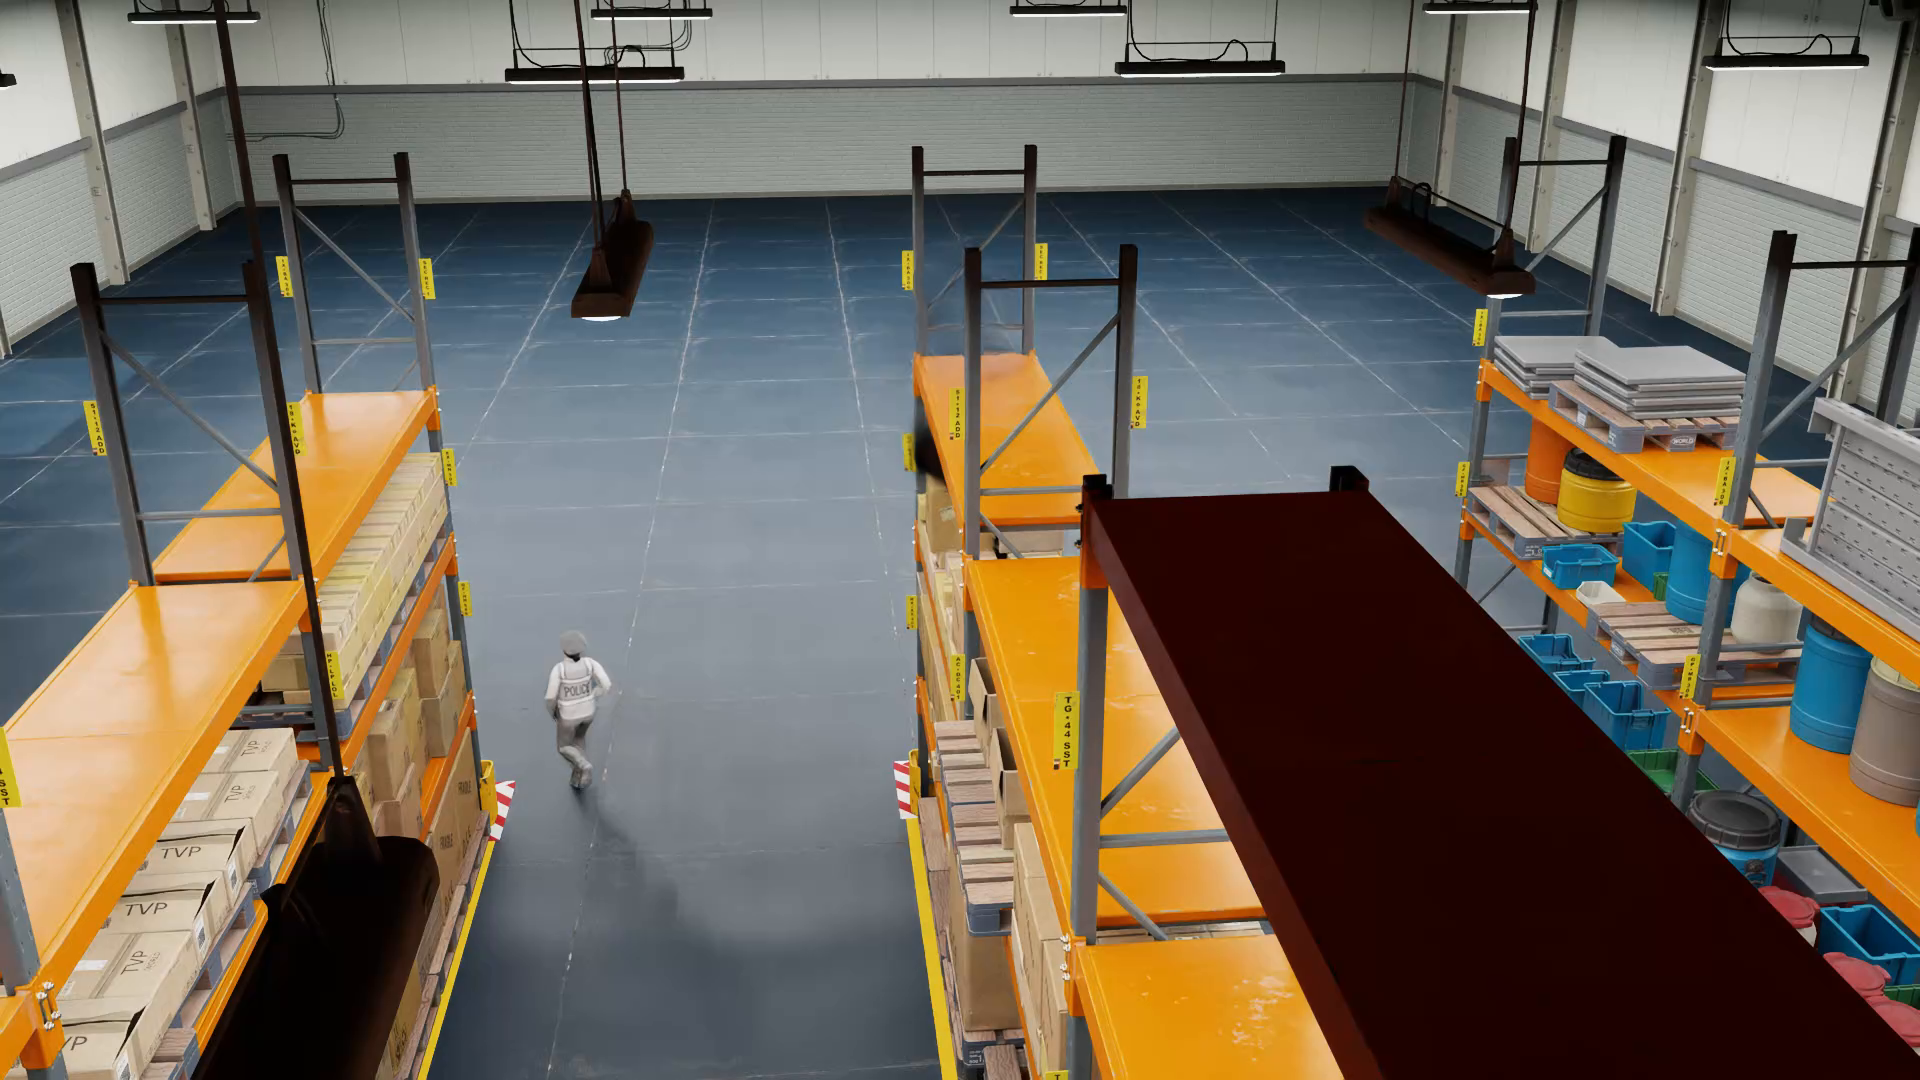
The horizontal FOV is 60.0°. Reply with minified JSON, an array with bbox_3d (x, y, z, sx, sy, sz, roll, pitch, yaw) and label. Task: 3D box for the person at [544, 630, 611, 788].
[{"bbox_3d":[-3.521,1.621,15.364,0.636,1.664,0.672,-15,26,-34],"label":"person"}]
